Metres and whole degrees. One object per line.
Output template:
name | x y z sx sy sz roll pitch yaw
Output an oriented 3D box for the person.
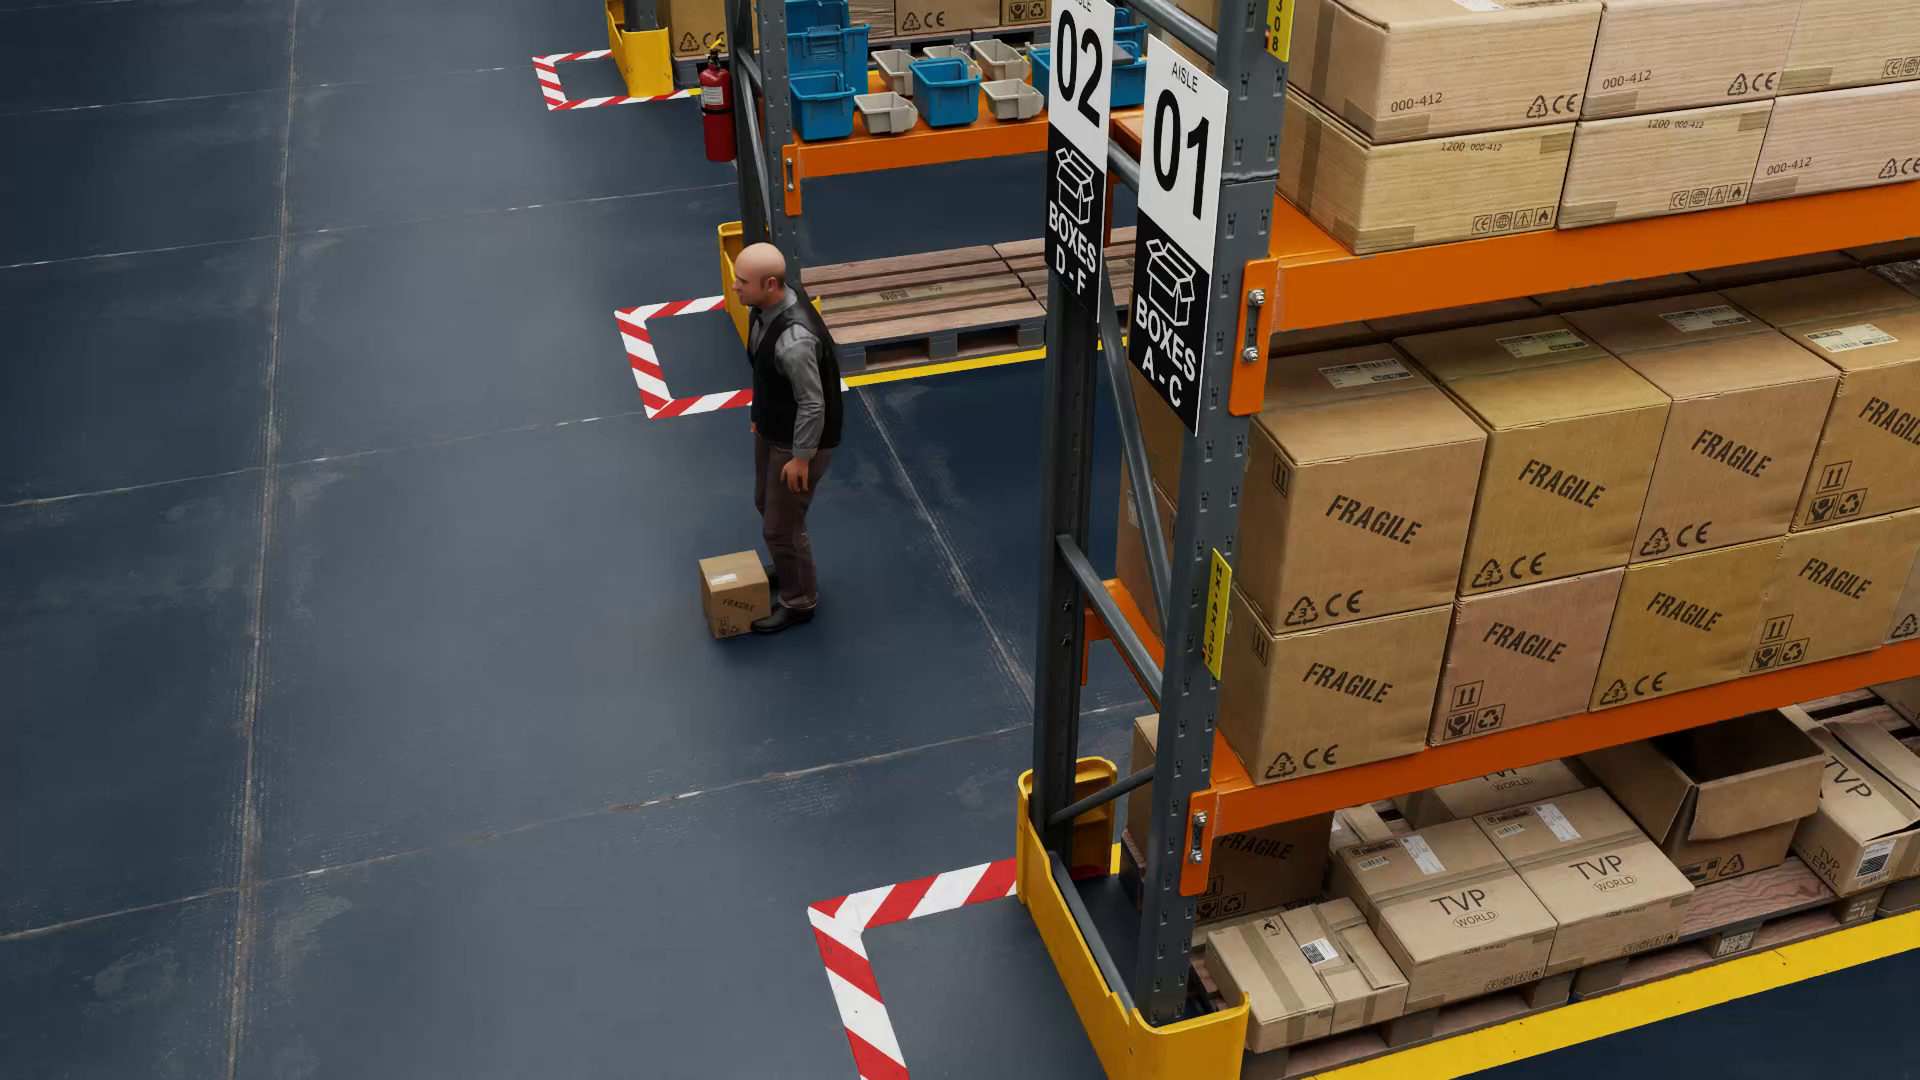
person | -0.720 -0.424 6.800 0.475 1.720 0.587 -12 36 -17
